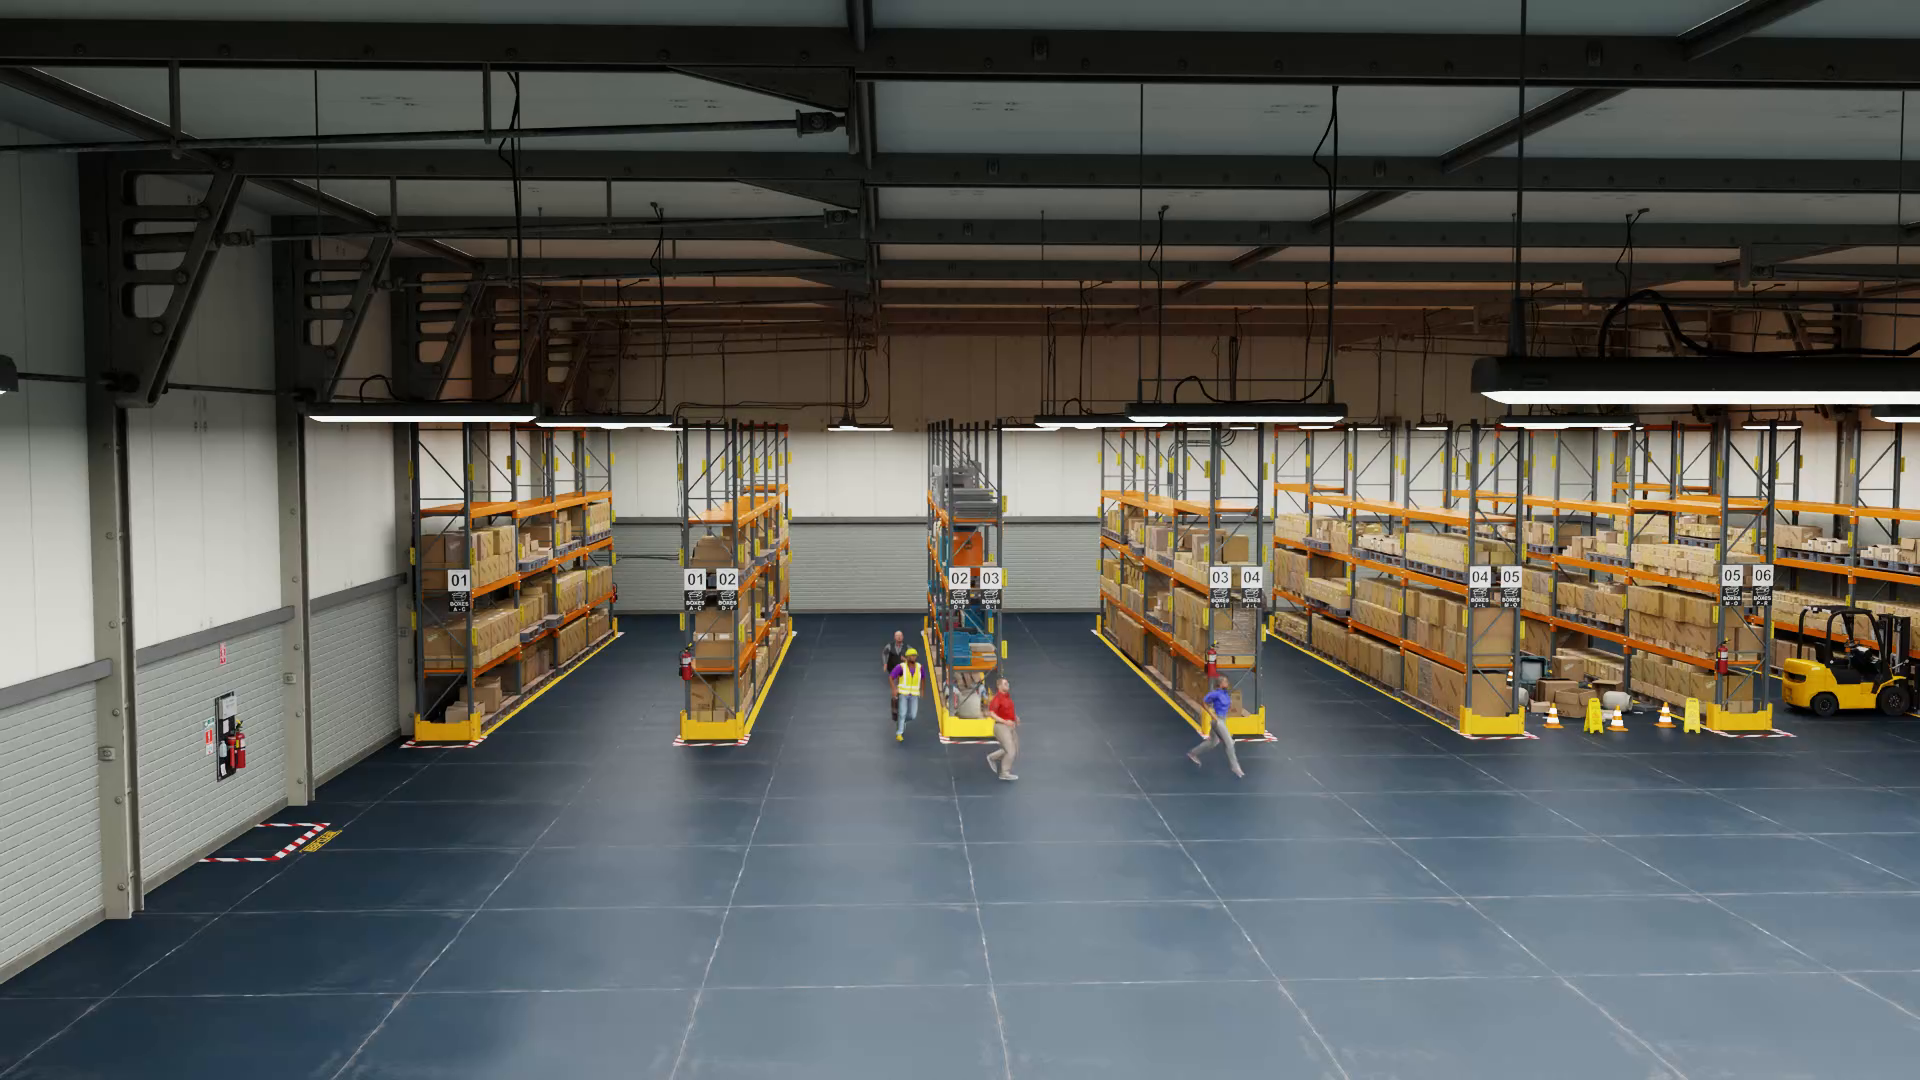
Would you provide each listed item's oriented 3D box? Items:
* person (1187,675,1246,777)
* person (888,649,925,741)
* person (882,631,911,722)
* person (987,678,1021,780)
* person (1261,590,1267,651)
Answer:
[{"bbox_3d":[4.343,3.116,28.021,1.027,1.688,0.543,1,4,22],"label":"person"},{"bbox_3d":[-0.979,2.881,31.156,0.753,1.704,0.555,-1,4,-20],"label":"person"},{"bbox_3d":[-1.238,2.713,33.422,0.633,1.771,0.825,-1,4,-8],"label":"person"},{"bbox_3d":[0.695,3.119,27.516,0.629,1.672,0.661,2,4,23],"label":"person"},{"bbox_3d":[7.844,1.986,44.131,0.710,1.792,1.054,0,4,-4],"label":"person"}]
